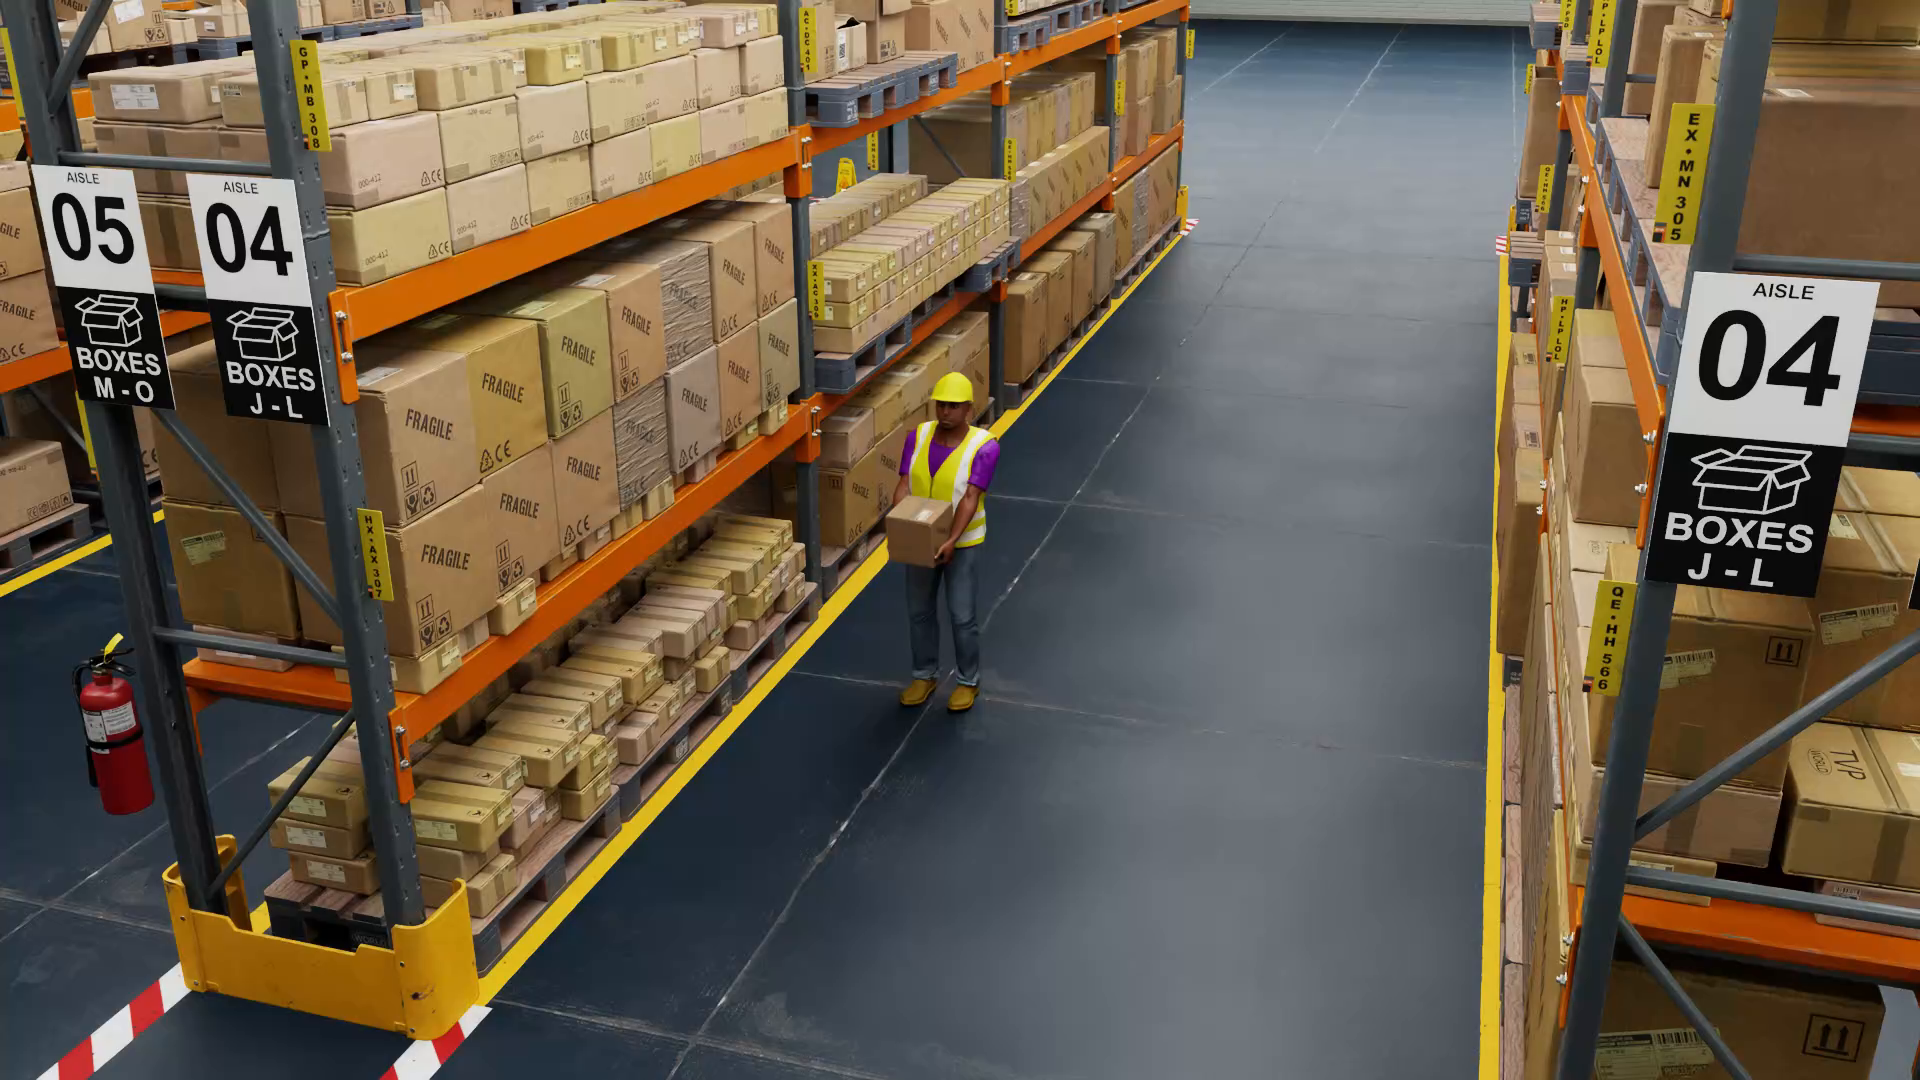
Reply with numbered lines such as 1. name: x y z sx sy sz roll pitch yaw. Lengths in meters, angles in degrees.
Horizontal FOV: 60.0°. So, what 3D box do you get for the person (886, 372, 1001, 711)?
1. person: -0.106 0.038 8.469 0.504 1.760 0.585 10 24 23
